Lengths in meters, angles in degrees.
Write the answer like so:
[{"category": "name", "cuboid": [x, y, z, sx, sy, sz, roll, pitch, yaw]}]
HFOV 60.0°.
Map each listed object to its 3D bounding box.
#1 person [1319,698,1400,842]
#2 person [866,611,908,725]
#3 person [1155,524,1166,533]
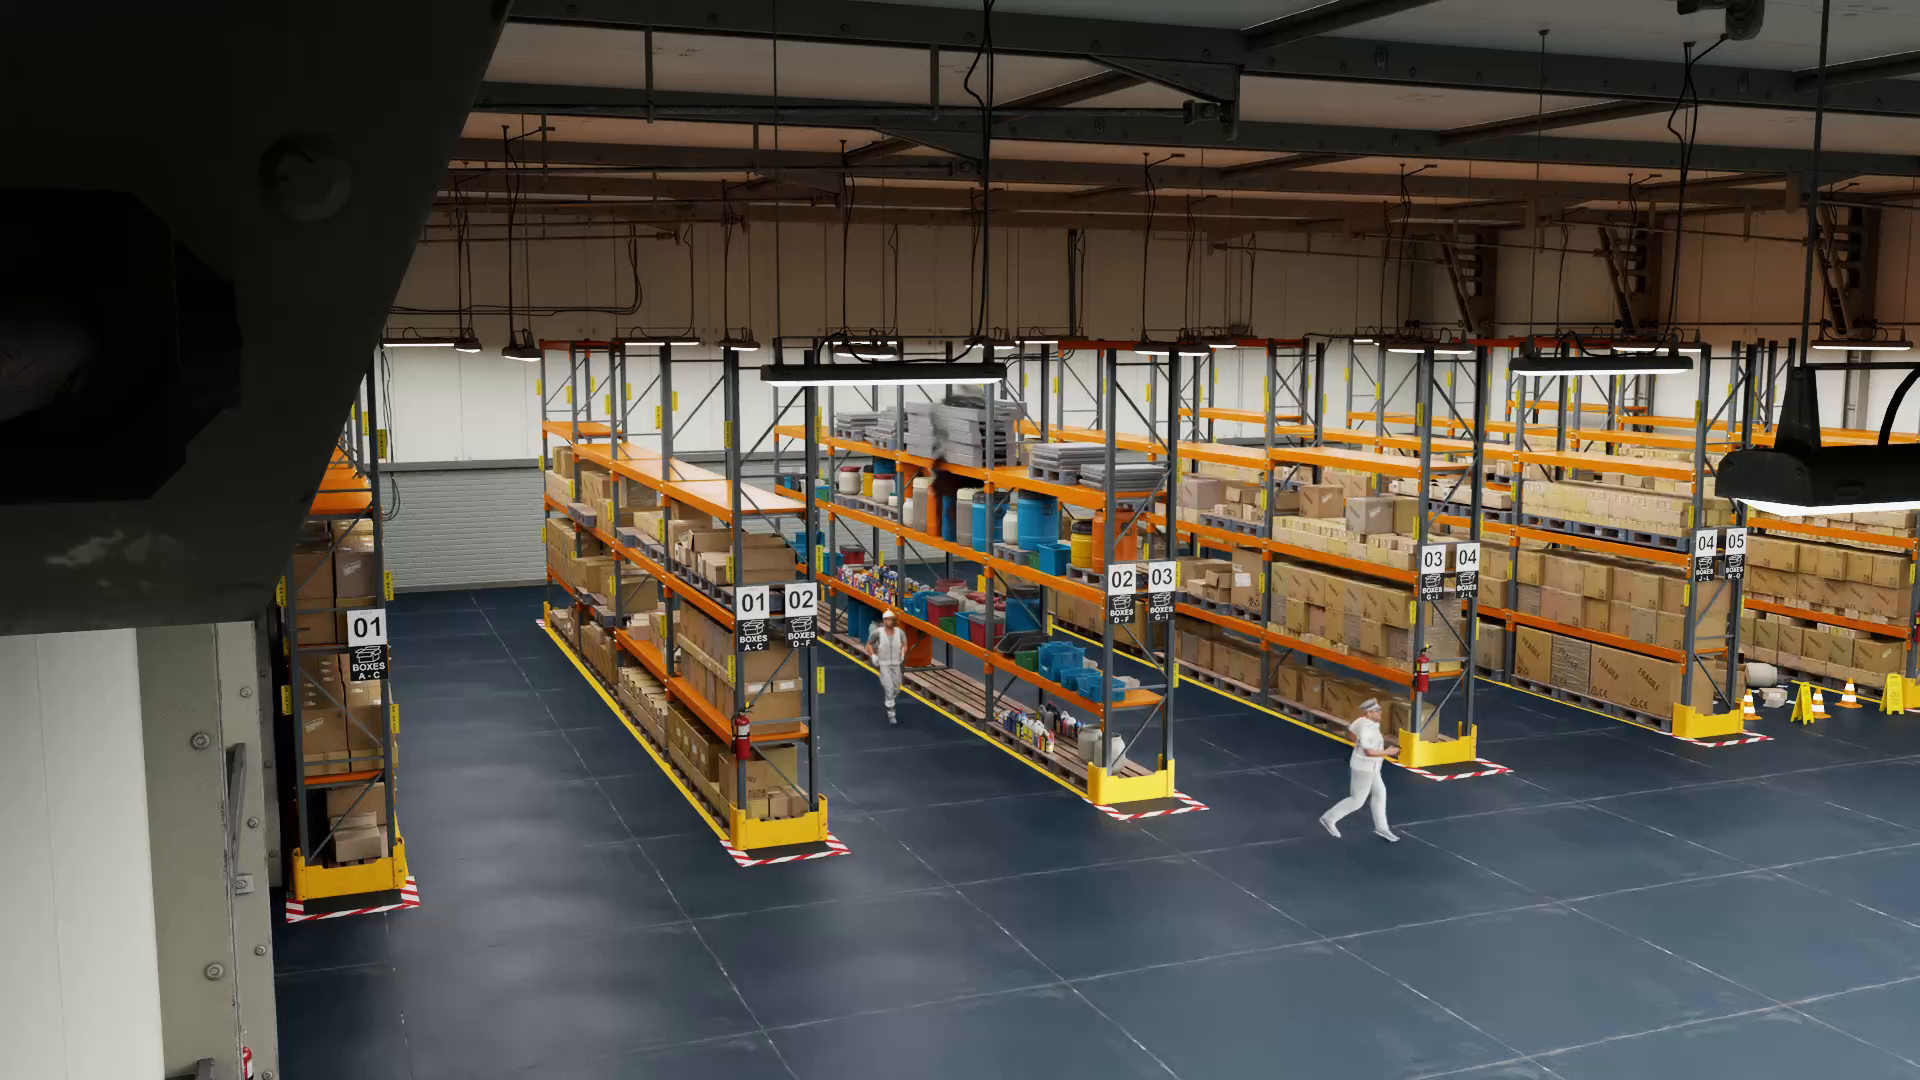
[{"category": "person", "cuboid": [4.918, 2.813, 20.374, 0.981, 1.819, 0.672, 2, 8, 13]}, {"category": "person", "cuboid": [-1.149, 2.002, 26.581, 0.664, 1.775, 0.803, -2, 8, -17]}, {"category": "person", "cuboid": [4.745, 0.167, 41.189, 0.506, 1.651, 0.637, -5, 9, -33]}]
